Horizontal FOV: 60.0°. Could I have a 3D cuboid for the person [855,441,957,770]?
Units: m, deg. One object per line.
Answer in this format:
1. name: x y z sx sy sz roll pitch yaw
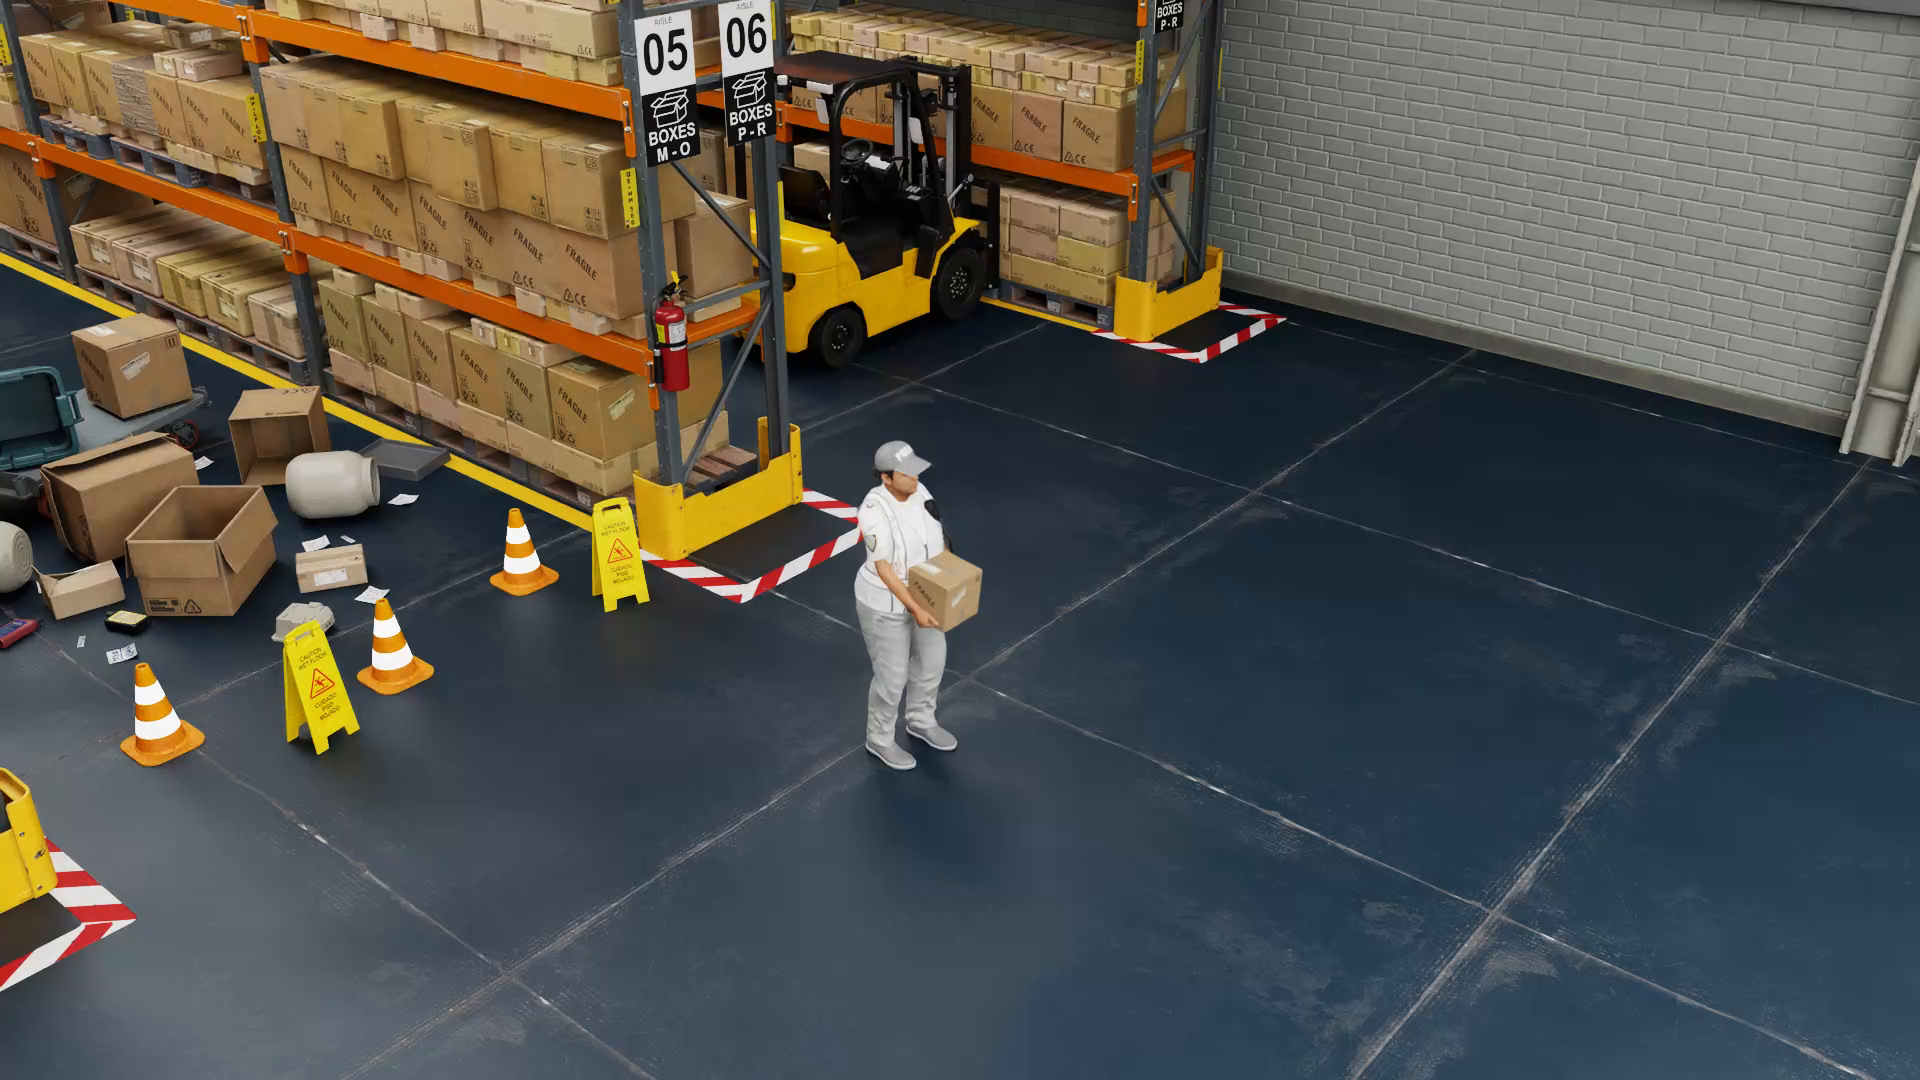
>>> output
1. person: -0.221 0.317 8.018 0.544 1.662 0.452 21 34 35
